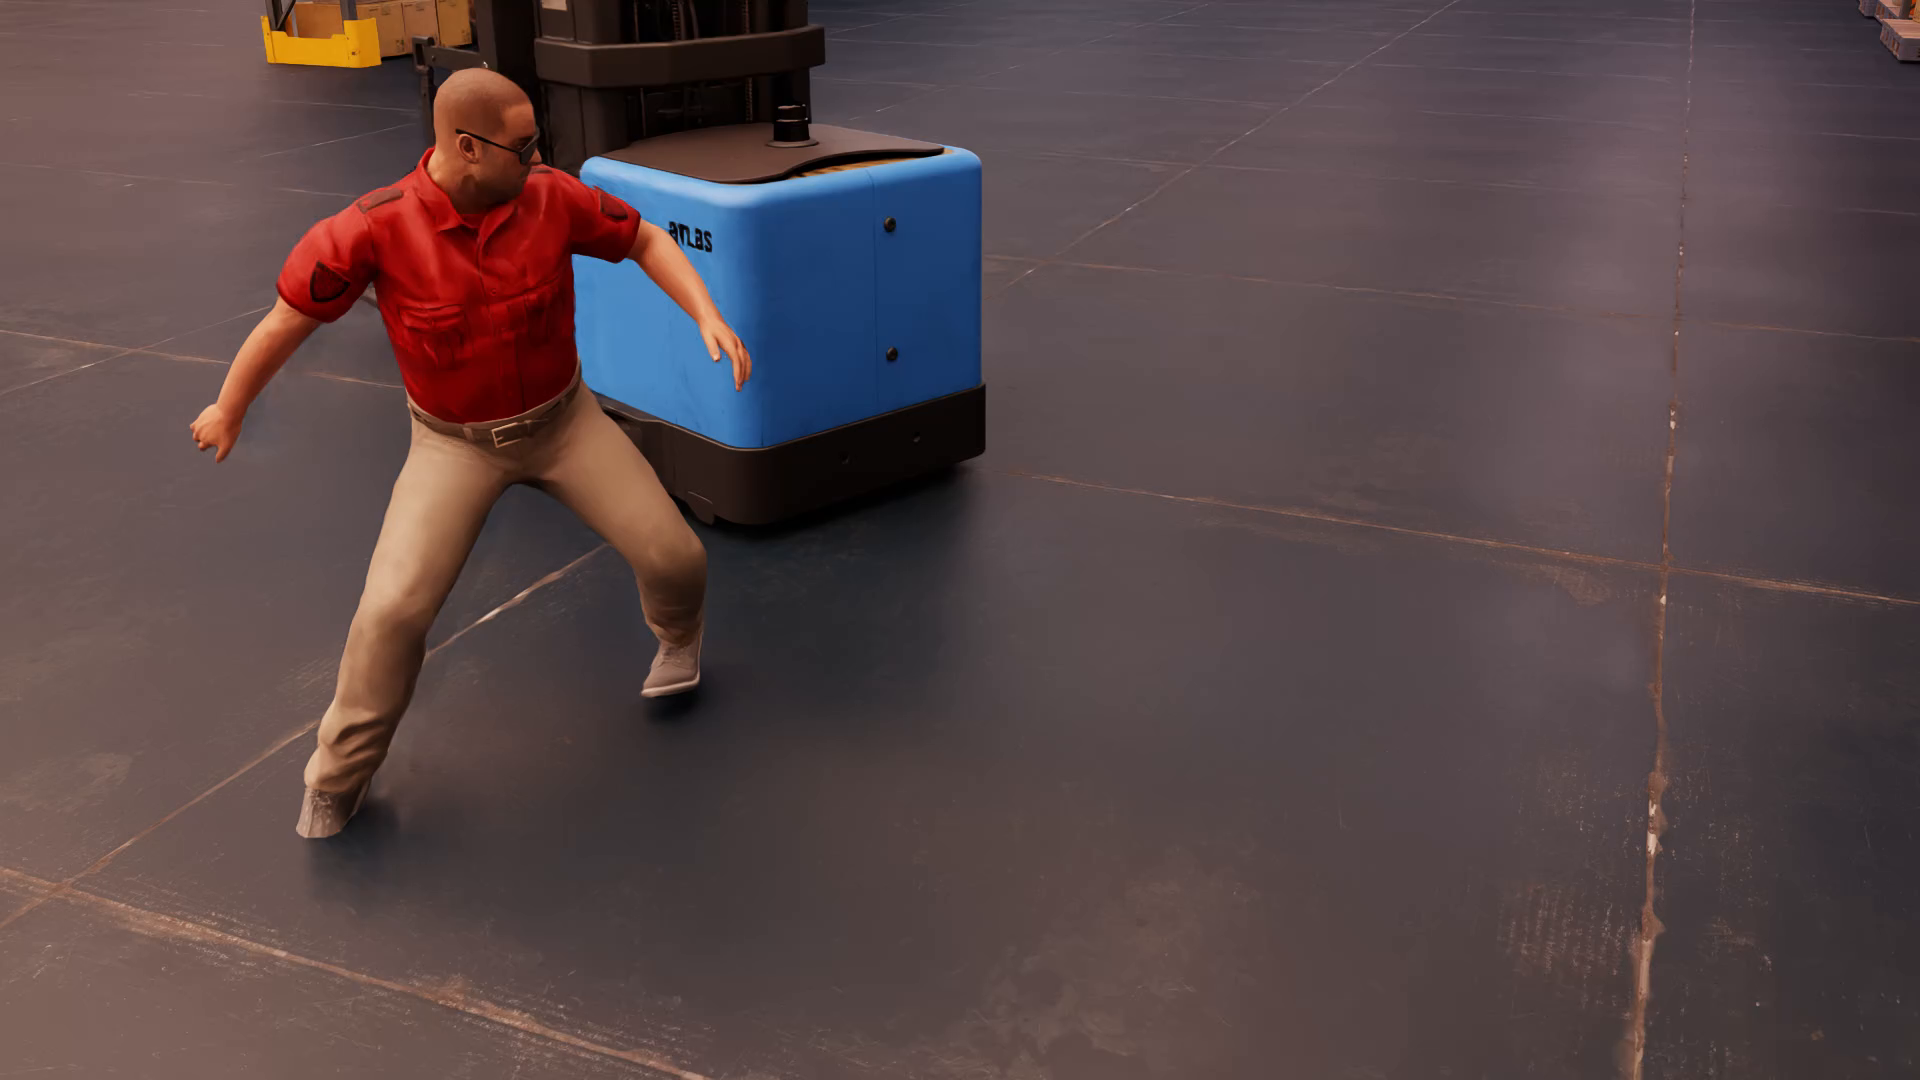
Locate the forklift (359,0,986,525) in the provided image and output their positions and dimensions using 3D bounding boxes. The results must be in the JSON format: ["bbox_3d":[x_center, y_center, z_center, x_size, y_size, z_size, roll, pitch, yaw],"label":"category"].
[{"bbox_3d":[-1.294,-1.875,5.779,1.130,2.935,3.031,-20,30,-40],"label":"forklift"}]

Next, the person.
[{"bbox_3d":[-1.042,-0.158,3.616,1.109,1.701,0.578,-11,25,-24],"label":"person"}]
